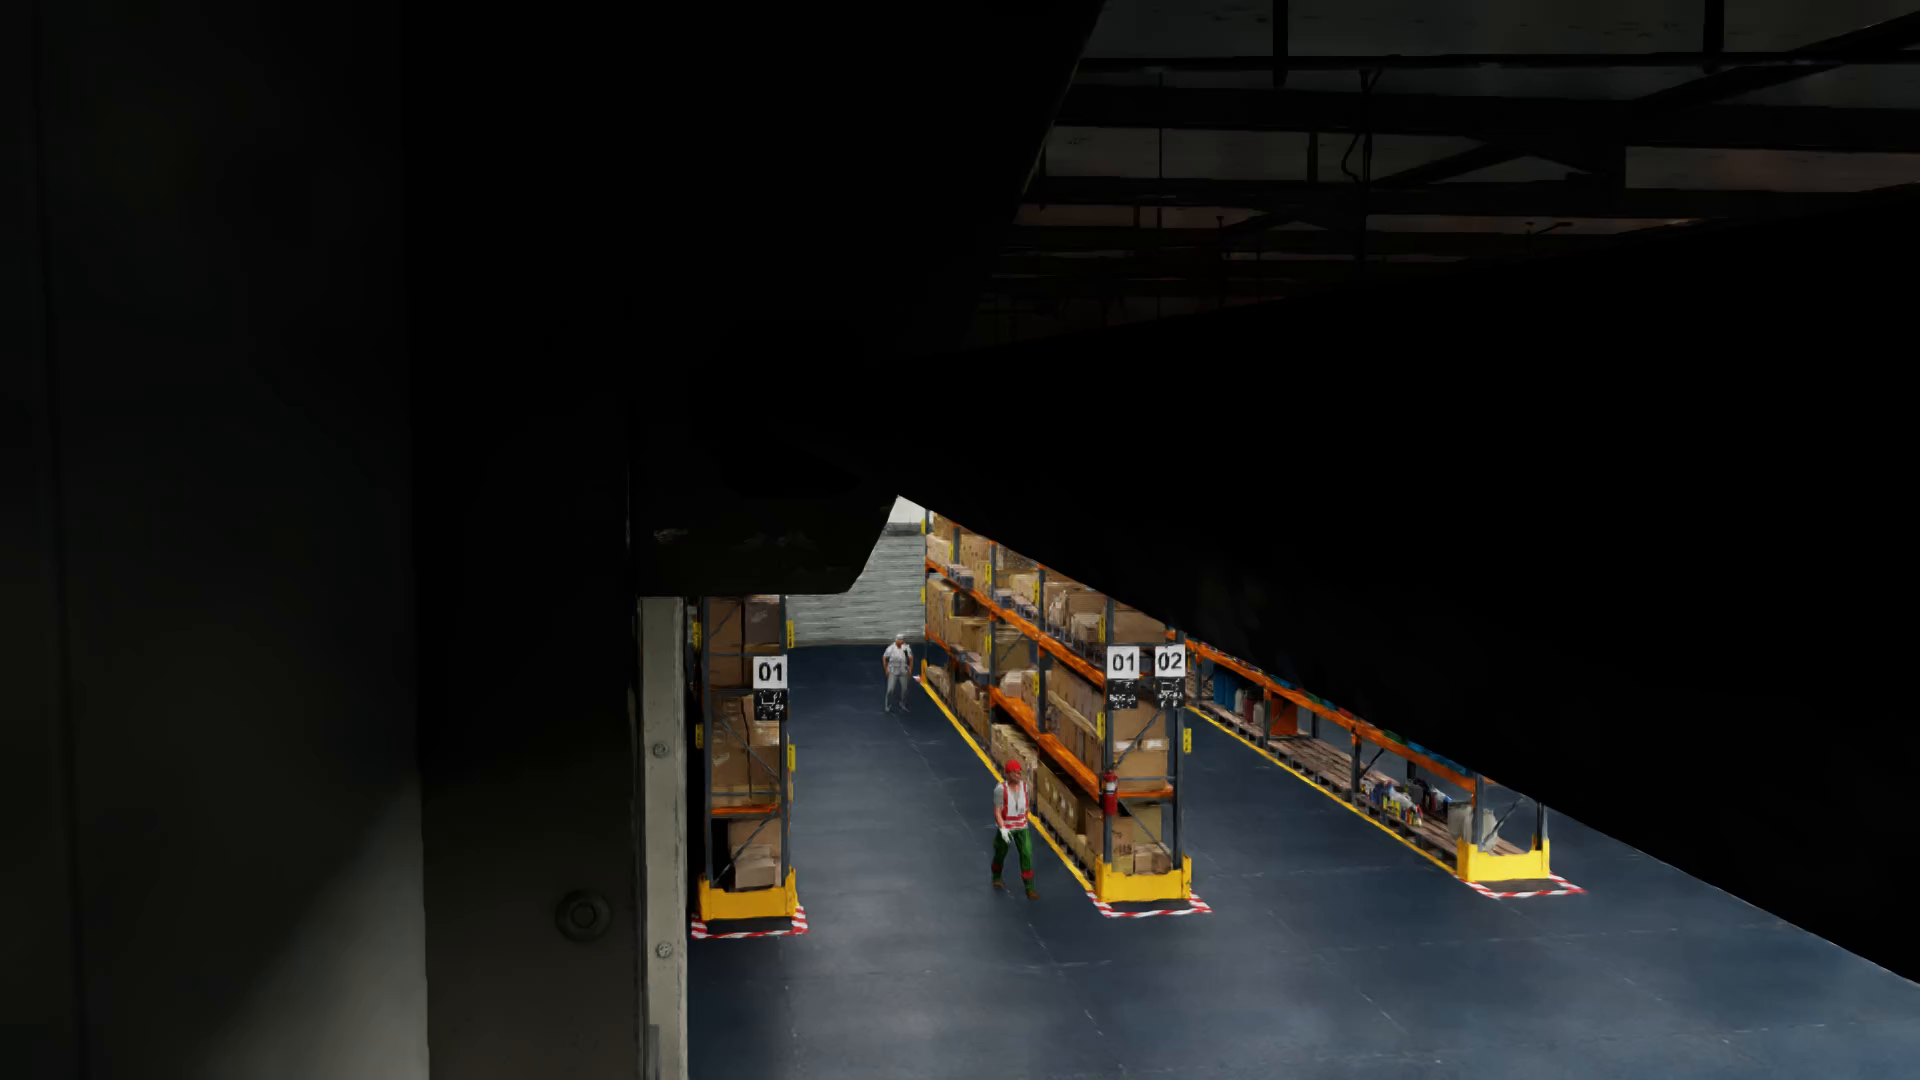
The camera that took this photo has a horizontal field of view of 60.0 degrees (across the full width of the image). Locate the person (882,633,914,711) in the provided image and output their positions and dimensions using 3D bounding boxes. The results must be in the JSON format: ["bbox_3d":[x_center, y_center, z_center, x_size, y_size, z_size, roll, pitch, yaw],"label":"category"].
[{"bbox_3d":[-1.229,2.629,33.084,0.625,1.607,0.575,-1,5,-11],"label":"person"}]

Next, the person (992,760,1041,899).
[{"bbox_3d":[0.664,3.615,20.921,0.528,1.727,1.030,-2,5,-17],"label":"person"}]
